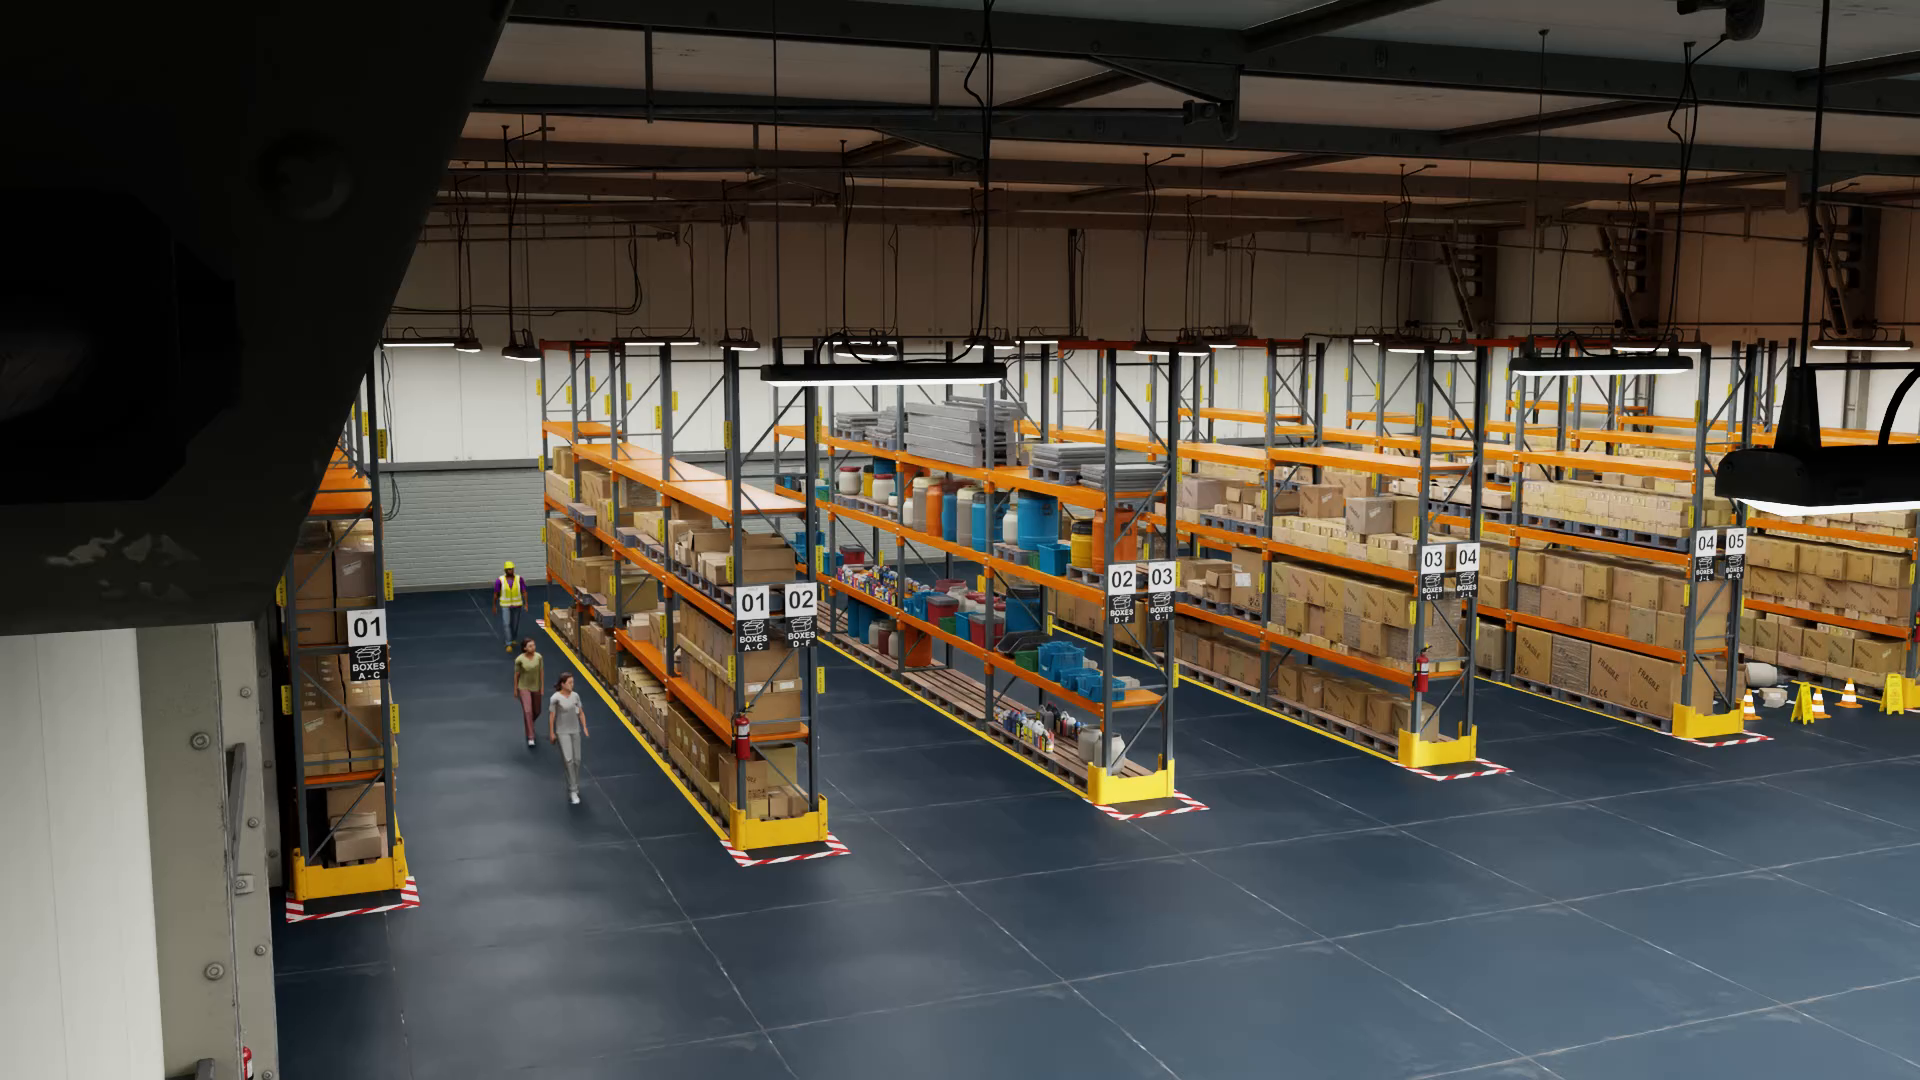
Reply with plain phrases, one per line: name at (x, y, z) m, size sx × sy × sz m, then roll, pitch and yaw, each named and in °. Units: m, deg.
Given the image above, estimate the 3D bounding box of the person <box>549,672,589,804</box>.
person at (-5.179, 2.630, 22.259) m, size 0.461 × 1.684 × 0.676 m, roll -7°, pitch 10°, yaw -43°

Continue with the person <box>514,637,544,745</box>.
person at (-6.542, 2.243, 25.237) m, size 0.459 × 1.607 × 1.007 m, roll -4°, pitch 9°, yaw -29°

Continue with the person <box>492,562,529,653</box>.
person at (-8.713, 1.268, 32.239) m, size 0.674 × 1.701 × 1.050 m, roll -3°, pitch 8°, yaw -20°
